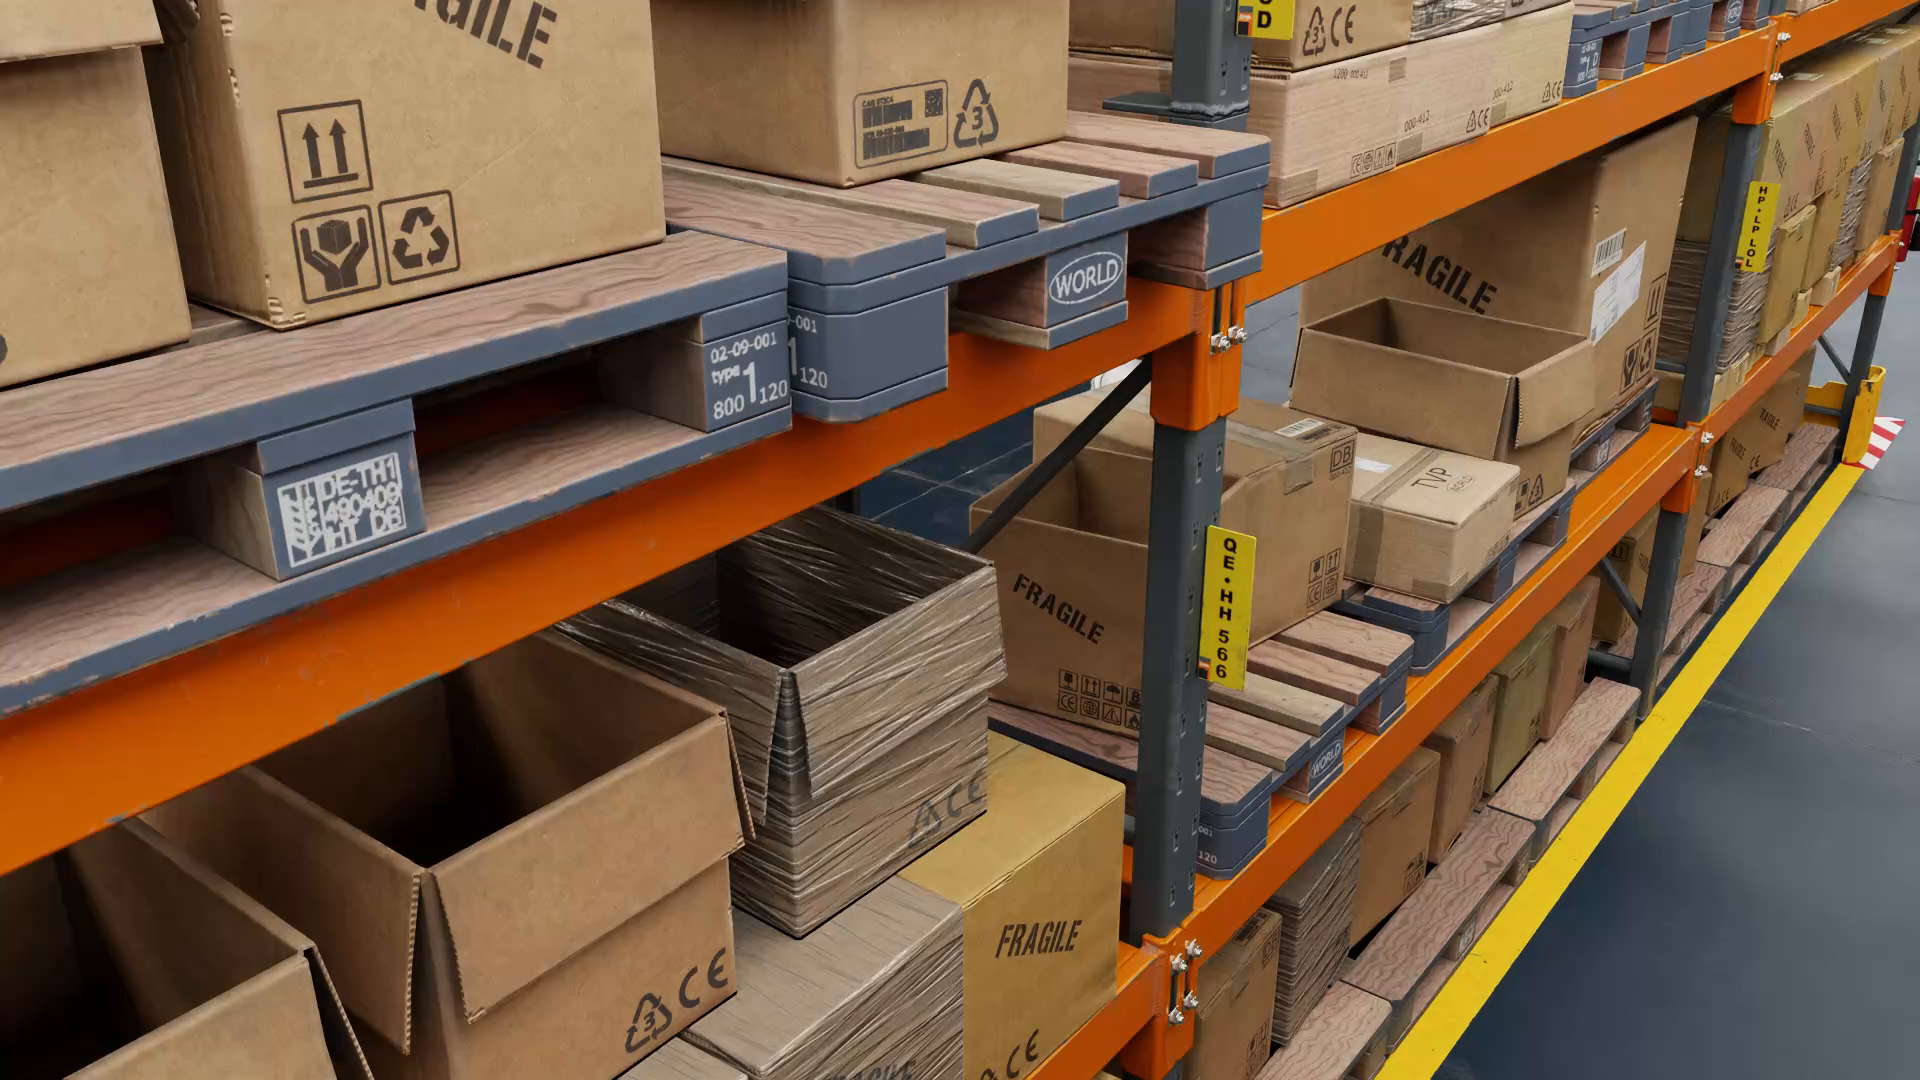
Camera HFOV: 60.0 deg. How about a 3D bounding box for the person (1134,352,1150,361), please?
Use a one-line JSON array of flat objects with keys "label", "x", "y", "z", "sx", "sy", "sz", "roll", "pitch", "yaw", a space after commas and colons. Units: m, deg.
[{"label": "person", "x": 0.761, "y": -0.155, "z": 6.956, "sx": 0.504, "sy": 1.657, "sz": 0.314, "roll": 16, "pitch": 29, "yaw": 33}]
